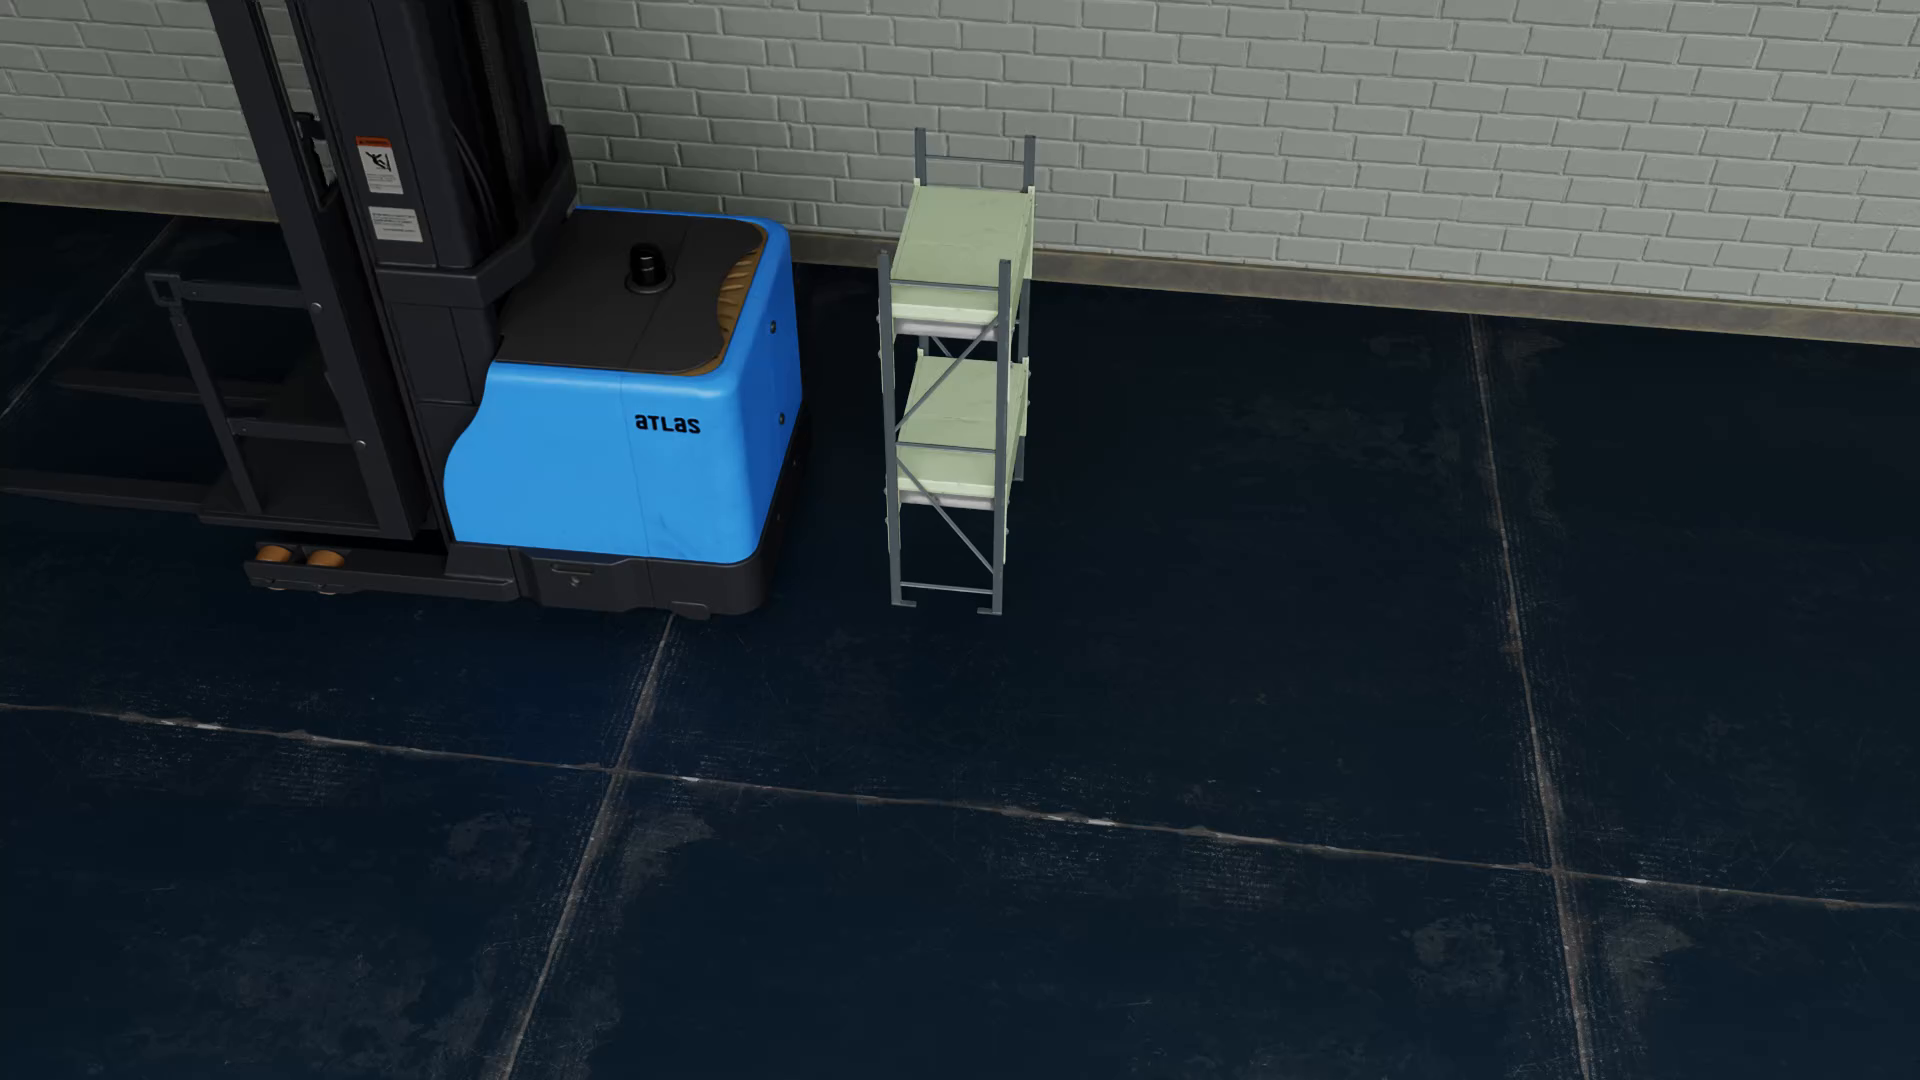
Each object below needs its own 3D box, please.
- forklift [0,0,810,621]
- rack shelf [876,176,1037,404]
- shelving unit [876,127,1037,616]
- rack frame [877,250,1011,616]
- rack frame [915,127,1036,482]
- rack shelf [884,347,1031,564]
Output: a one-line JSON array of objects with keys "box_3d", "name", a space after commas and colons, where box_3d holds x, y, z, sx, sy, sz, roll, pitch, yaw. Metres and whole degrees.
[{"box_3d": [-2.145, -1.221, 5.408, 3.031, 2.935, 1.130, 5, 44, 5], "name": "forklift"}, {"box_3d": [0.001, -0.833, 5.471, 0.431, 0.370, 0.720, 5, 44, 6], "name": "rack shelf"}, {"box_3d": [0.001, -0.549, 5.739, 0.431, 1.500, 0.755, 5, 44, 6], "name": "shelving unit"}, {"box_3d": [-0.048, -0.300, 5.476, 0.400, 1.500, 0.023, 5, 44, 6], "name": "rack frame"}, {"box_3d": [0.049, -0.799, 6.003, 0.400, 1.500, 0.023, 5, 44, 6], "name": "rack frame"}, {"box_3d": [0.001, -0.312, 5.963, 0.431, 0.370, 0.720, 5, 44, 6], "name": "rack shelf"}]
